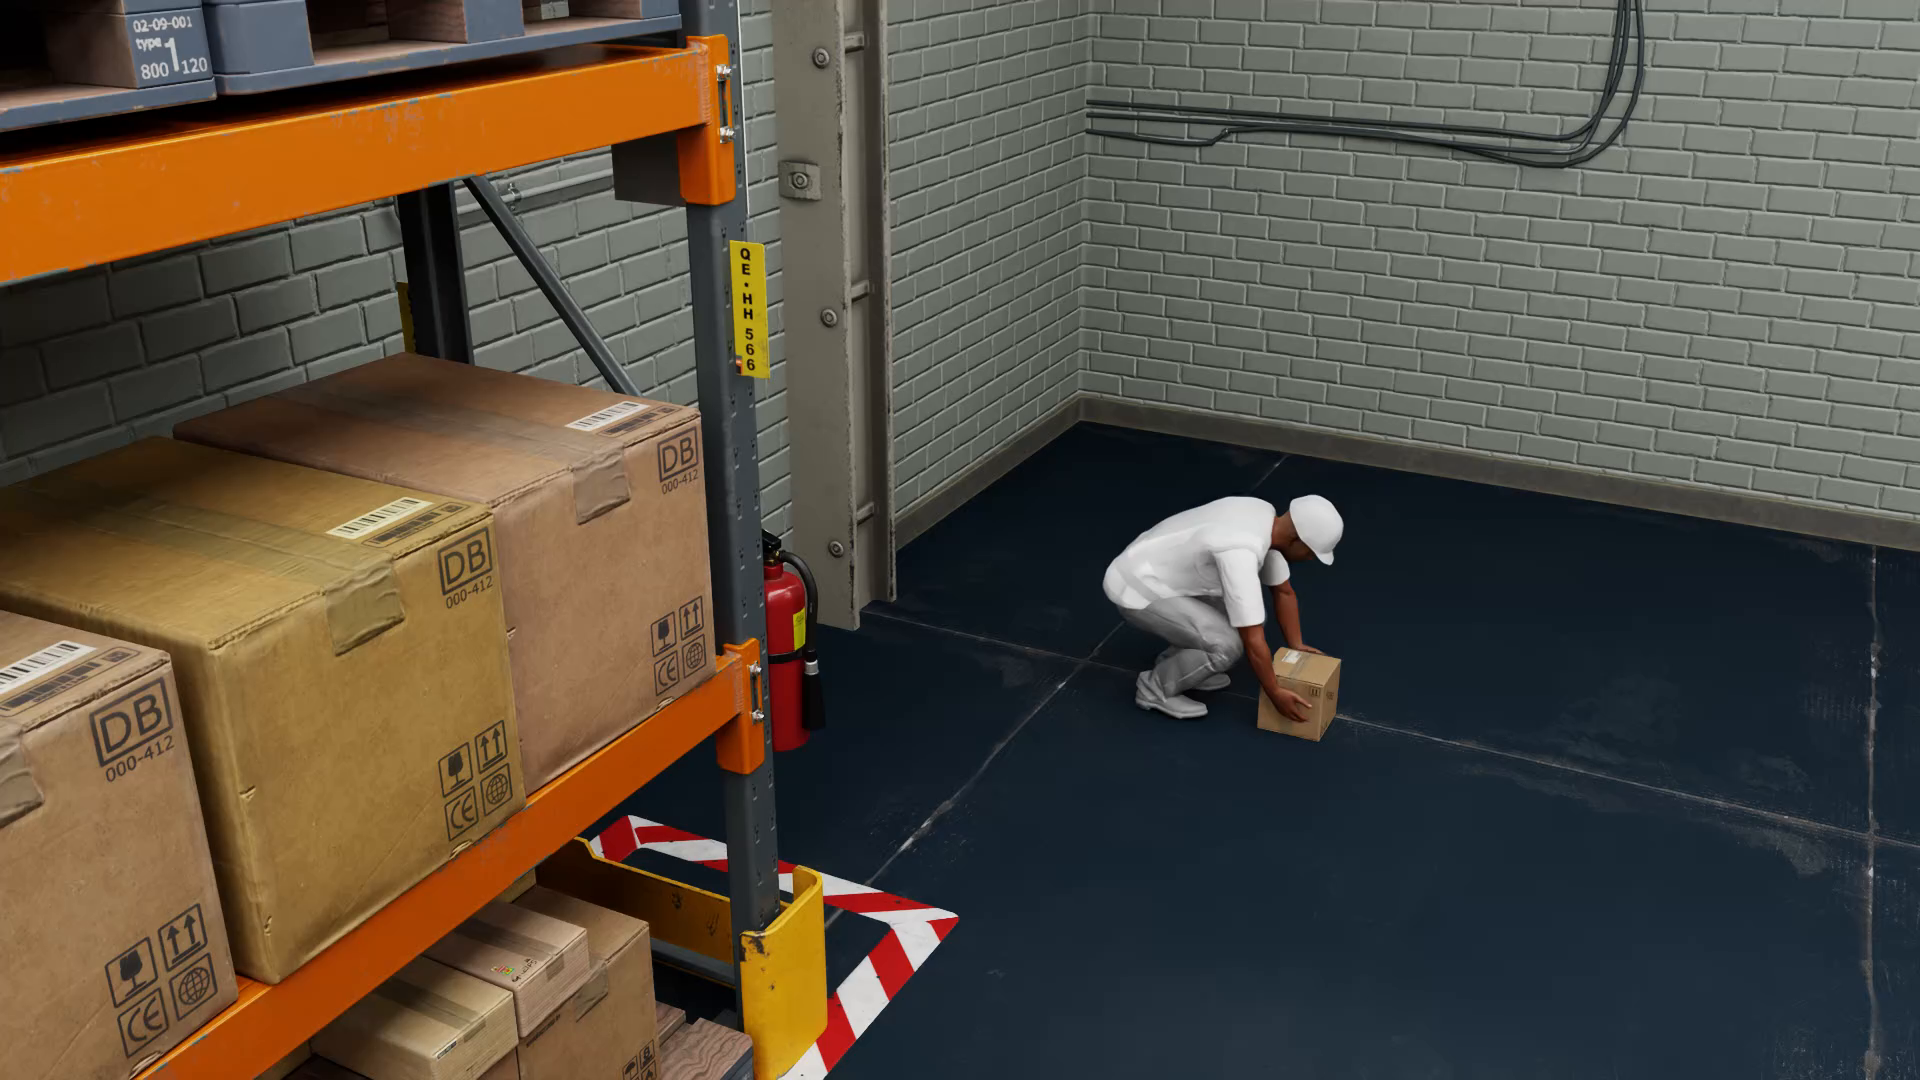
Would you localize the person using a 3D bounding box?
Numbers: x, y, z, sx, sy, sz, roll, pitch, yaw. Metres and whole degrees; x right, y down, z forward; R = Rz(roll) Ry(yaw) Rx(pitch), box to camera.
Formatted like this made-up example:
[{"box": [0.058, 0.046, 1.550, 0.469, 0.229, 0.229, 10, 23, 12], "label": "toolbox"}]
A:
[{"box": [1.042, 0.189, 6.608, 0.899, 0.878, 0.572, 11, 25, 25], "label": "person"}]
